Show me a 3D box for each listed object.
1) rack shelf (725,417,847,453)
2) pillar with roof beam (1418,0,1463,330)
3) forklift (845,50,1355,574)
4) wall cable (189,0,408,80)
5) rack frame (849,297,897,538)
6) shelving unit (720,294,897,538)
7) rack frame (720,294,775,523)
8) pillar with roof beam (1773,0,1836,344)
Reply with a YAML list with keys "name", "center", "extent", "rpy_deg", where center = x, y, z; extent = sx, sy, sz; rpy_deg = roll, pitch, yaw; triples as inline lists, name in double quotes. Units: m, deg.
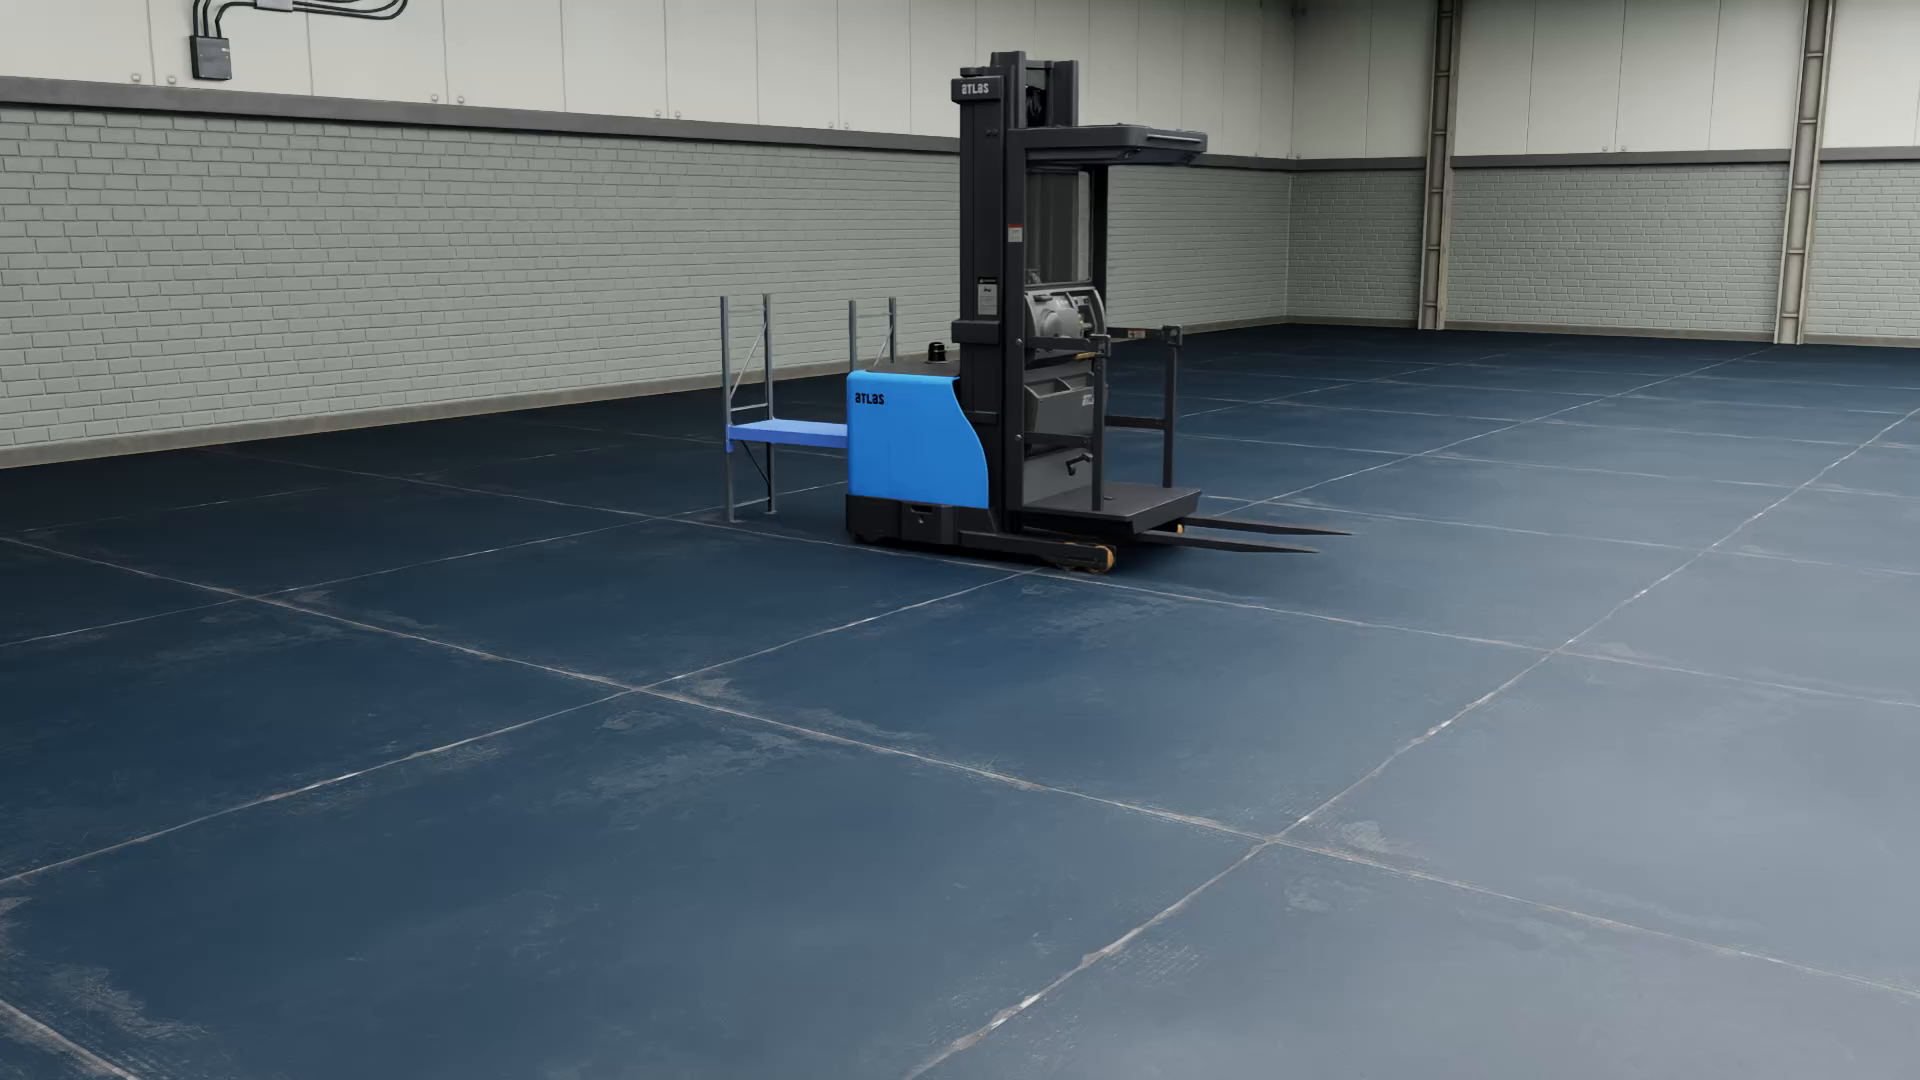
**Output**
- name: "rack shelf"
  center: [-0.986, -0.663, 10.957]
  extent: [1.000, 0.185, 0.538]
  rpy_deg: [6, 13, 30]
- name: "pillar with roof beam"
  center: [6.124, -7.642, 26.341]
  extent: [0.400, 9.000, 9.100]
  rpy_deg: [8, 13, 36]
- name: "forklift"
  center: [0.811, -1.359, 9.836]
  extent: [3.031, 2.935, 1.130]
  rpy_deg: [6, 13, 30]
- name: "wall cable"
  center: [-5.933, -7.134, 14.759]
  extent: [0.169, 6.003, 2.305]
  rpy_deg: [8, 13, 36]
- name: "rack frame"
  center: [-0.550, -0.790, 10.667]
  extent: [0.032, 1.500, 0.500]
  rpy_deg: [6, 13, 30]
- name: "shelving unit"
  center: [-0.986, -0.840, 10.923]
  extent: [1.048, 1.500, 0.538]
  rpy_deg: [6, 13, 30]
- name: "rack frame"
  center: [-1.422, -0.890, 11.180]
  extent: [0.032, 1.500, 0.500]
  rpy_deg: [6, 13, 30]
- name: "pillar with roof beam"
  center: [10.960, -6.968, 22.854]
  extent: [0.400, 9.000, 9.100]
  rpy_deg: [8, 13, 36]
